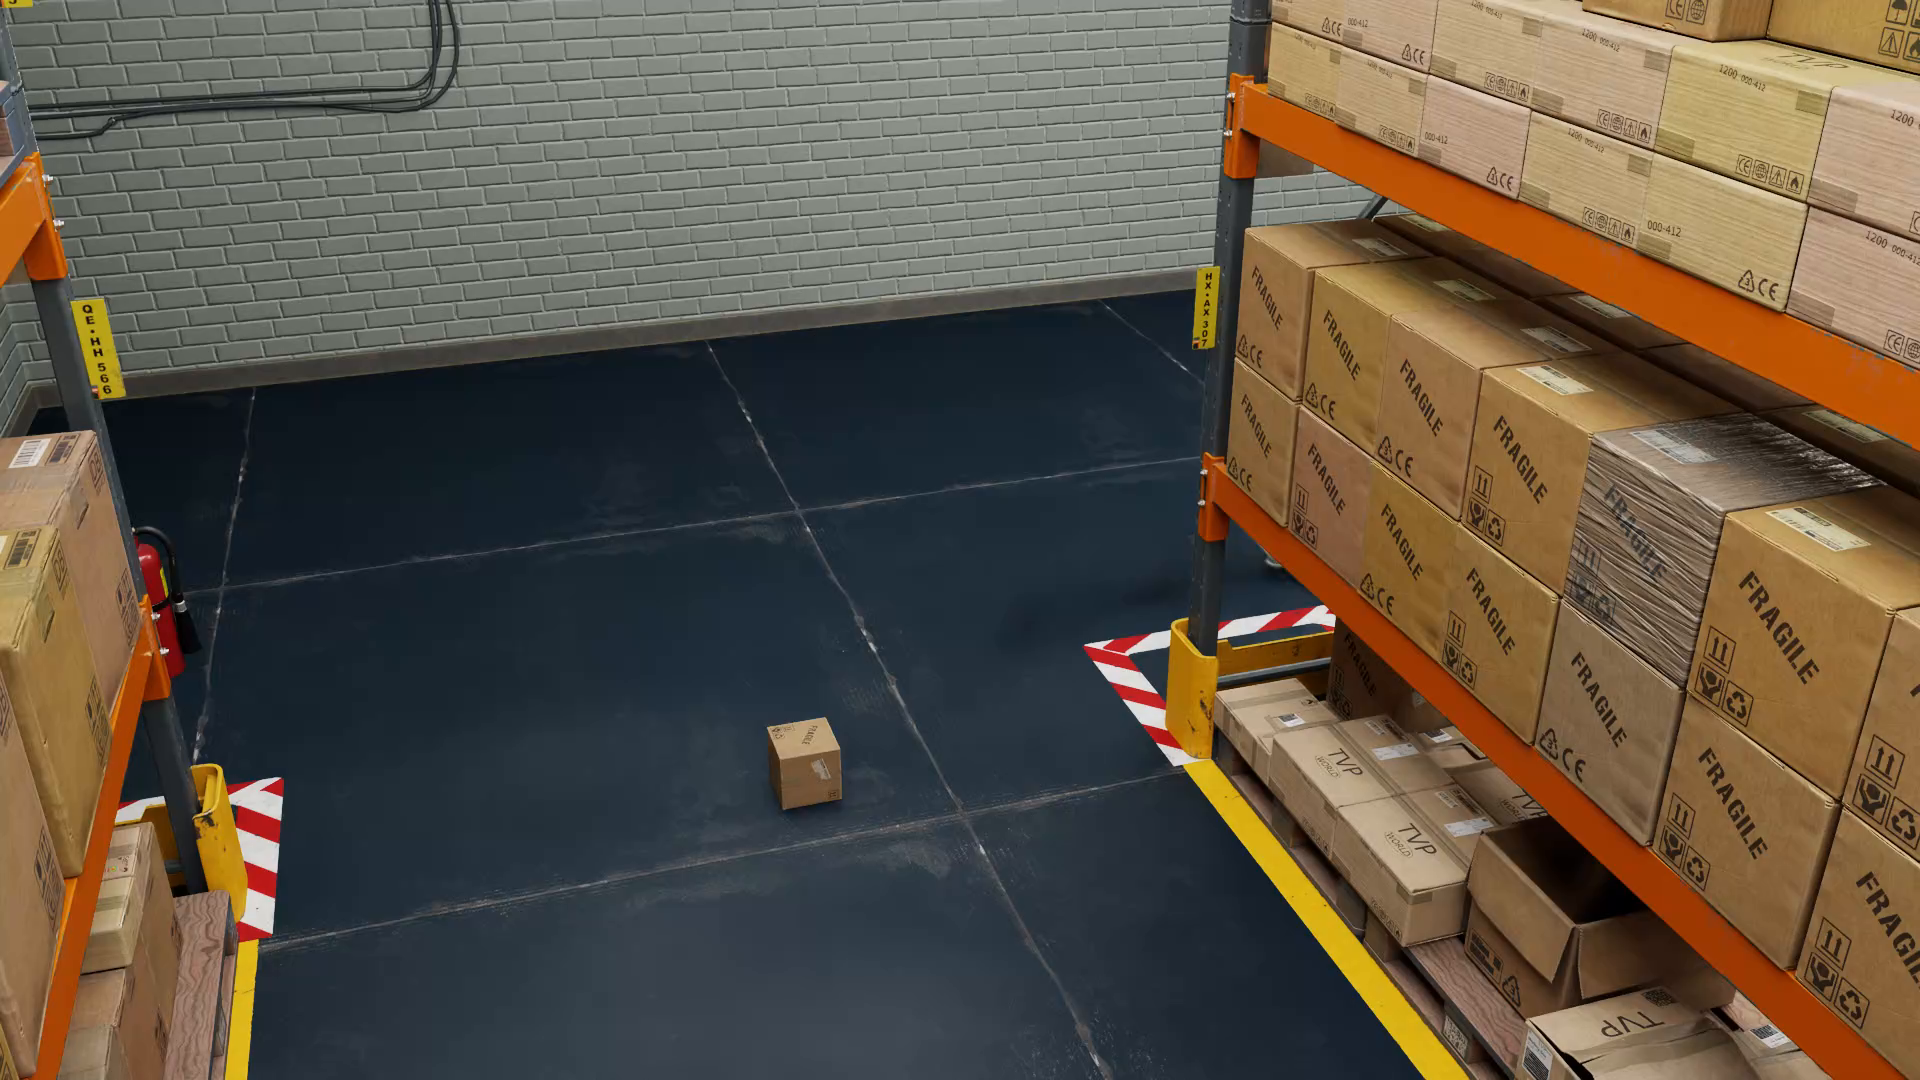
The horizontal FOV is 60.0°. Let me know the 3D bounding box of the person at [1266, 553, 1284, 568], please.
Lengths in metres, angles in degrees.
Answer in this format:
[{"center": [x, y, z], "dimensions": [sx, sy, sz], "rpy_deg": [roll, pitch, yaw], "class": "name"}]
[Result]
[{"center": [1.866, -0.561, 8.251], "dimensions": [0.558, 1.741, 0.503], "rpy_deg": [-5, 27, -10], "class": "person"}]
